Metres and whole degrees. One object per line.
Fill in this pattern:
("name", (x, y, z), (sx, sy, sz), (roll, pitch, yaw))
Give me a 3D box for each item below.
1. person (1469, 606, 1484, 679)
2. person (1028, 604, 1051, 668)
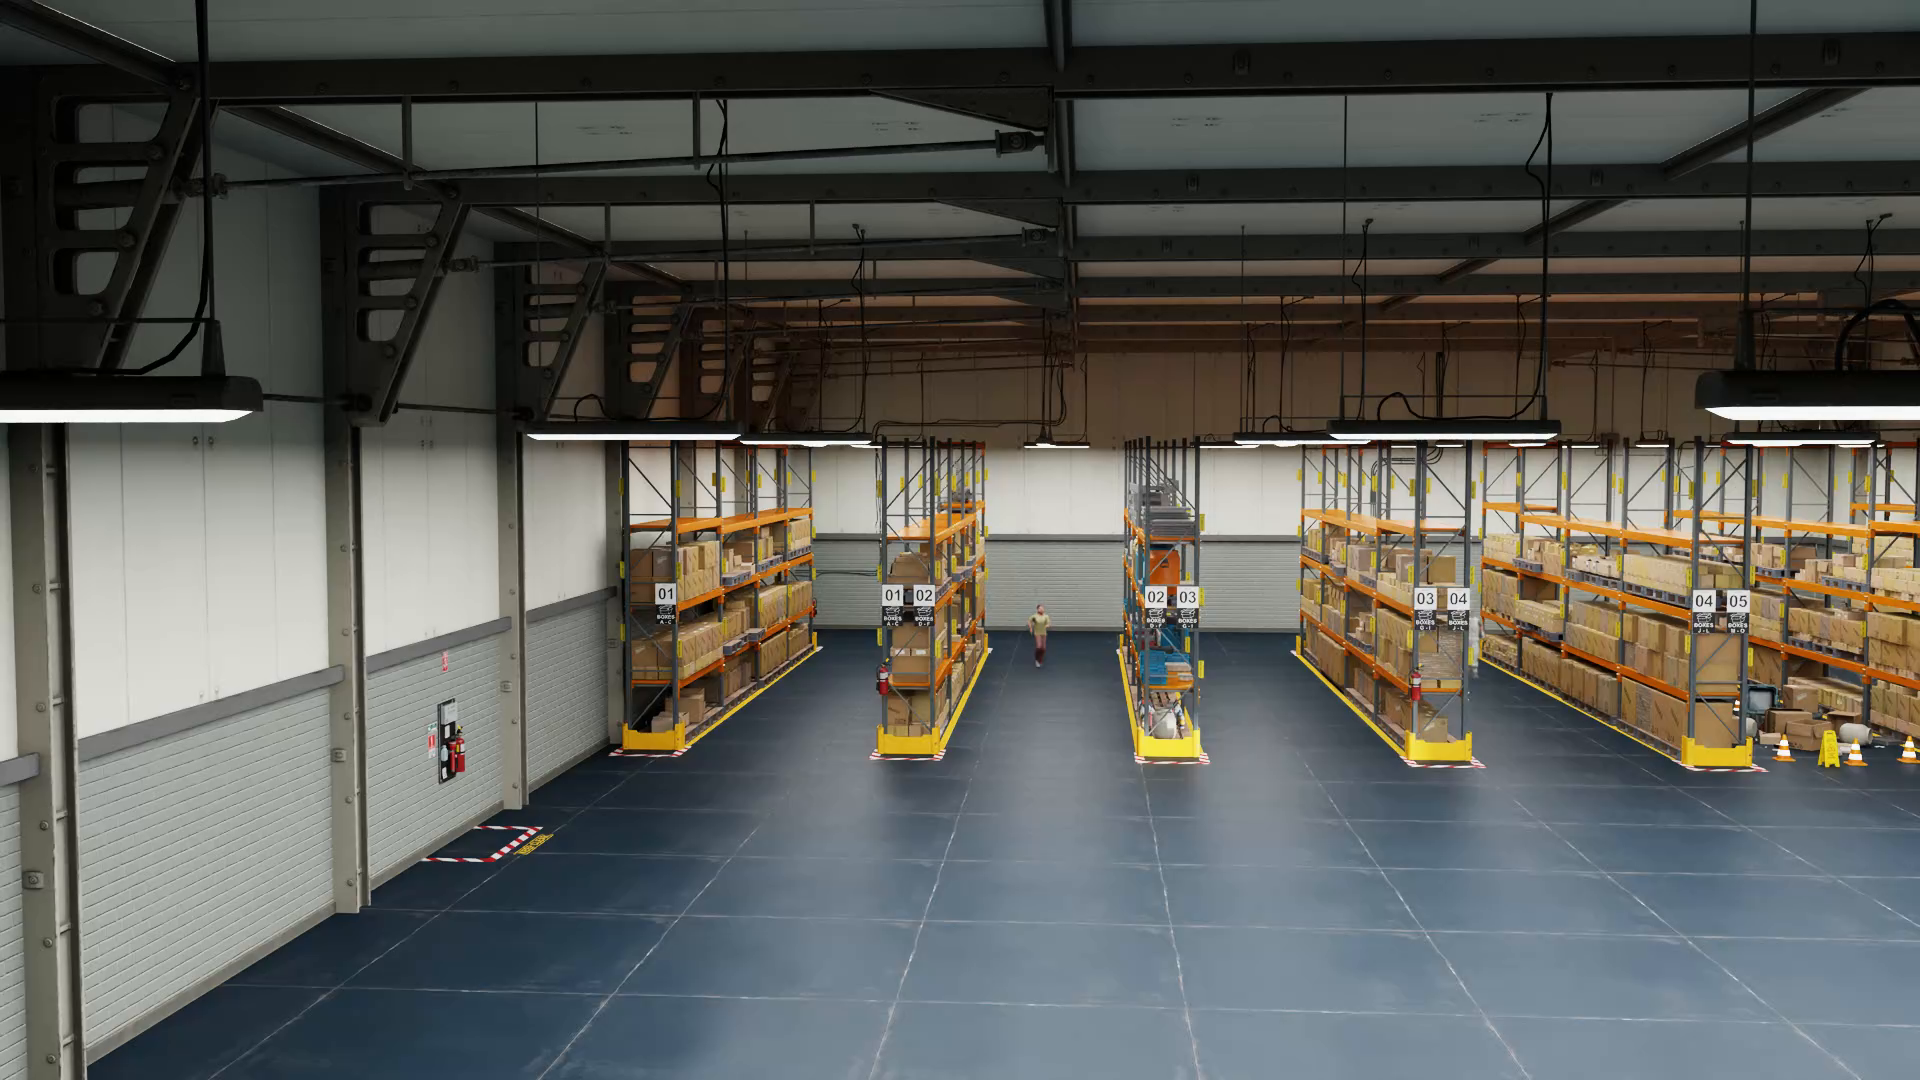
("person", (12.905, 2.559, 41.971), (0.675, 1.757, 1.051), (0, 3, 8))
("person", (2.125, 2.535, 43.980), (0.548, 1.671, 0.670), (-1, 3, -13))
